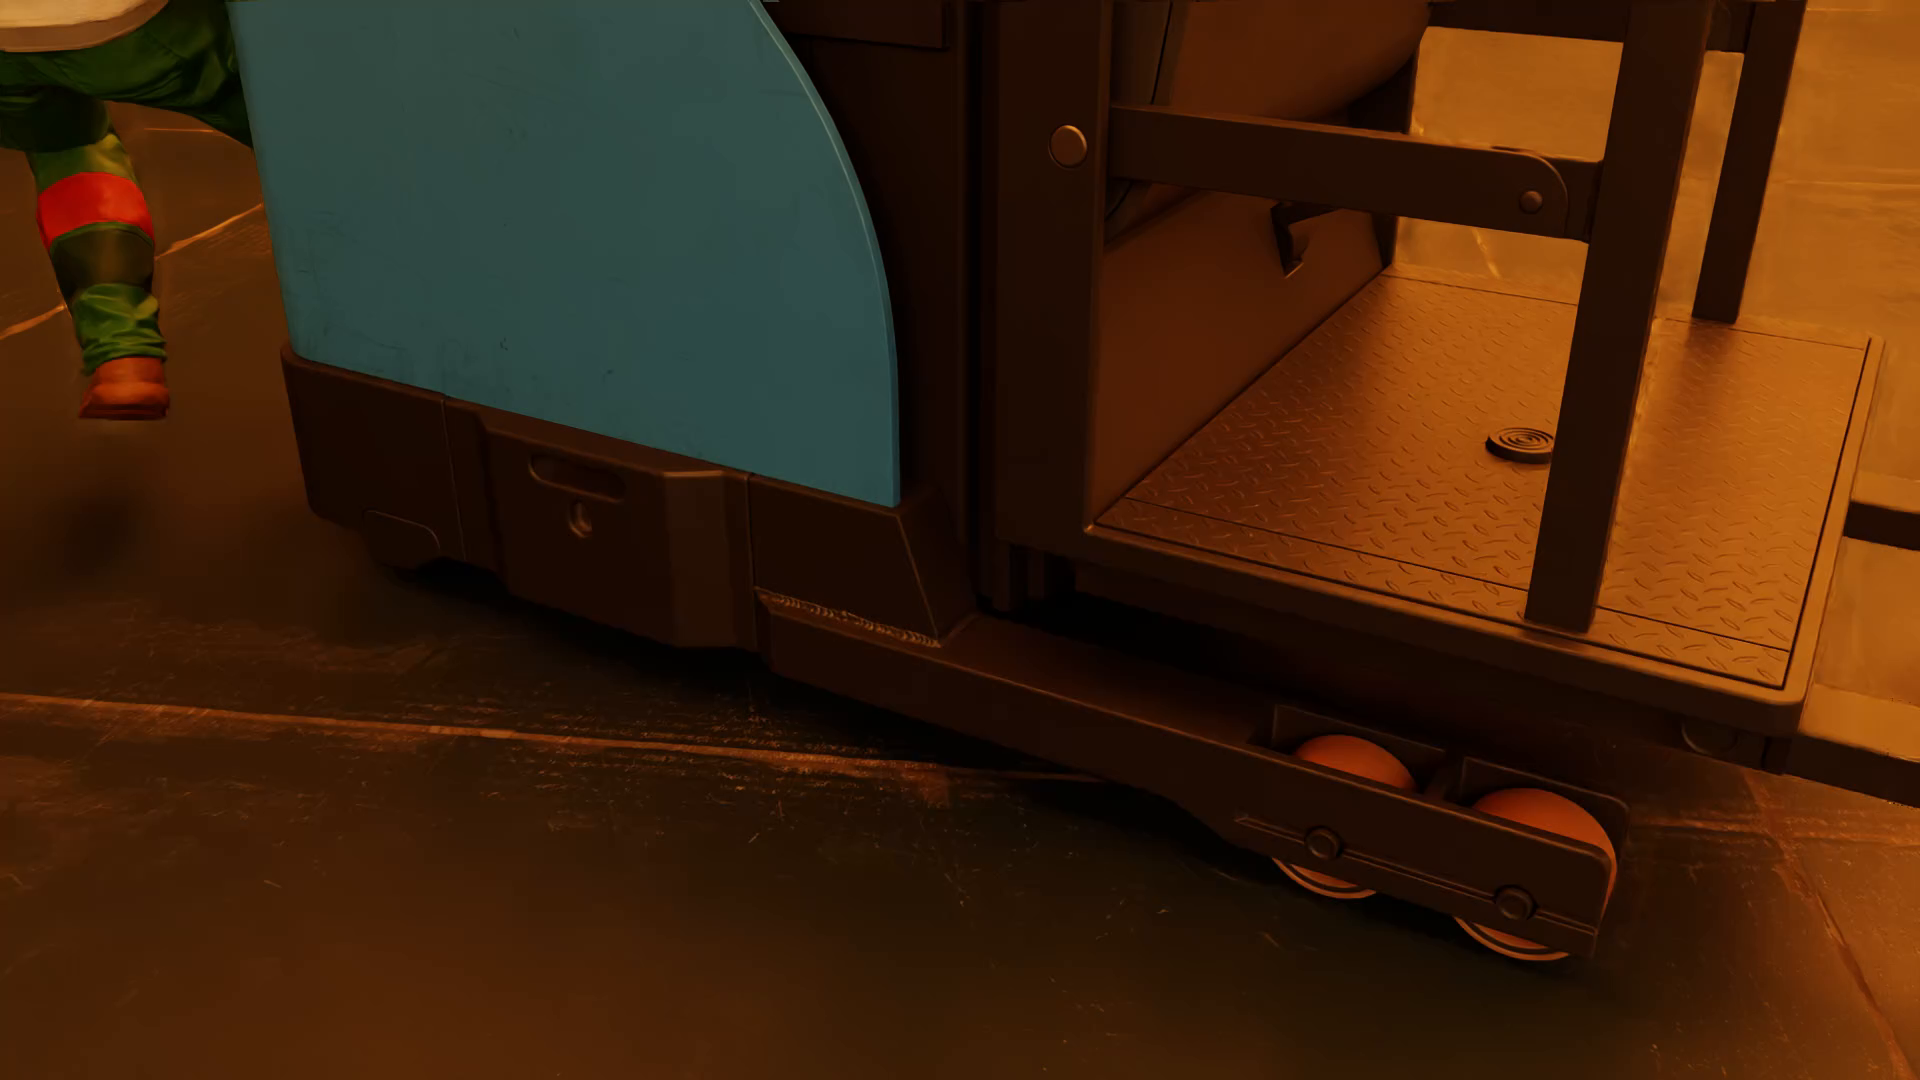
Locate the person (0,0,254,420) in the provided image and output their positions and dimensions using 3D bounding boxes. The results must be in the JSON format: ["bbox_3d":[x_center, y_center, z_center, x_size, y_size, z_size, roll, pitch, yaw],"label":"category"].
[{"bbox_3d":[-1.184,-0.859,2.402,0.808,1.646,0.667,1,27,1],"label":"person"}]

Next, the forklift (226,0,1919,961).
[{"bbox_3d":[0.572,-1.165,1.551,3.031,2.935,1.130,14,30,26],"label":"forklift"}]
